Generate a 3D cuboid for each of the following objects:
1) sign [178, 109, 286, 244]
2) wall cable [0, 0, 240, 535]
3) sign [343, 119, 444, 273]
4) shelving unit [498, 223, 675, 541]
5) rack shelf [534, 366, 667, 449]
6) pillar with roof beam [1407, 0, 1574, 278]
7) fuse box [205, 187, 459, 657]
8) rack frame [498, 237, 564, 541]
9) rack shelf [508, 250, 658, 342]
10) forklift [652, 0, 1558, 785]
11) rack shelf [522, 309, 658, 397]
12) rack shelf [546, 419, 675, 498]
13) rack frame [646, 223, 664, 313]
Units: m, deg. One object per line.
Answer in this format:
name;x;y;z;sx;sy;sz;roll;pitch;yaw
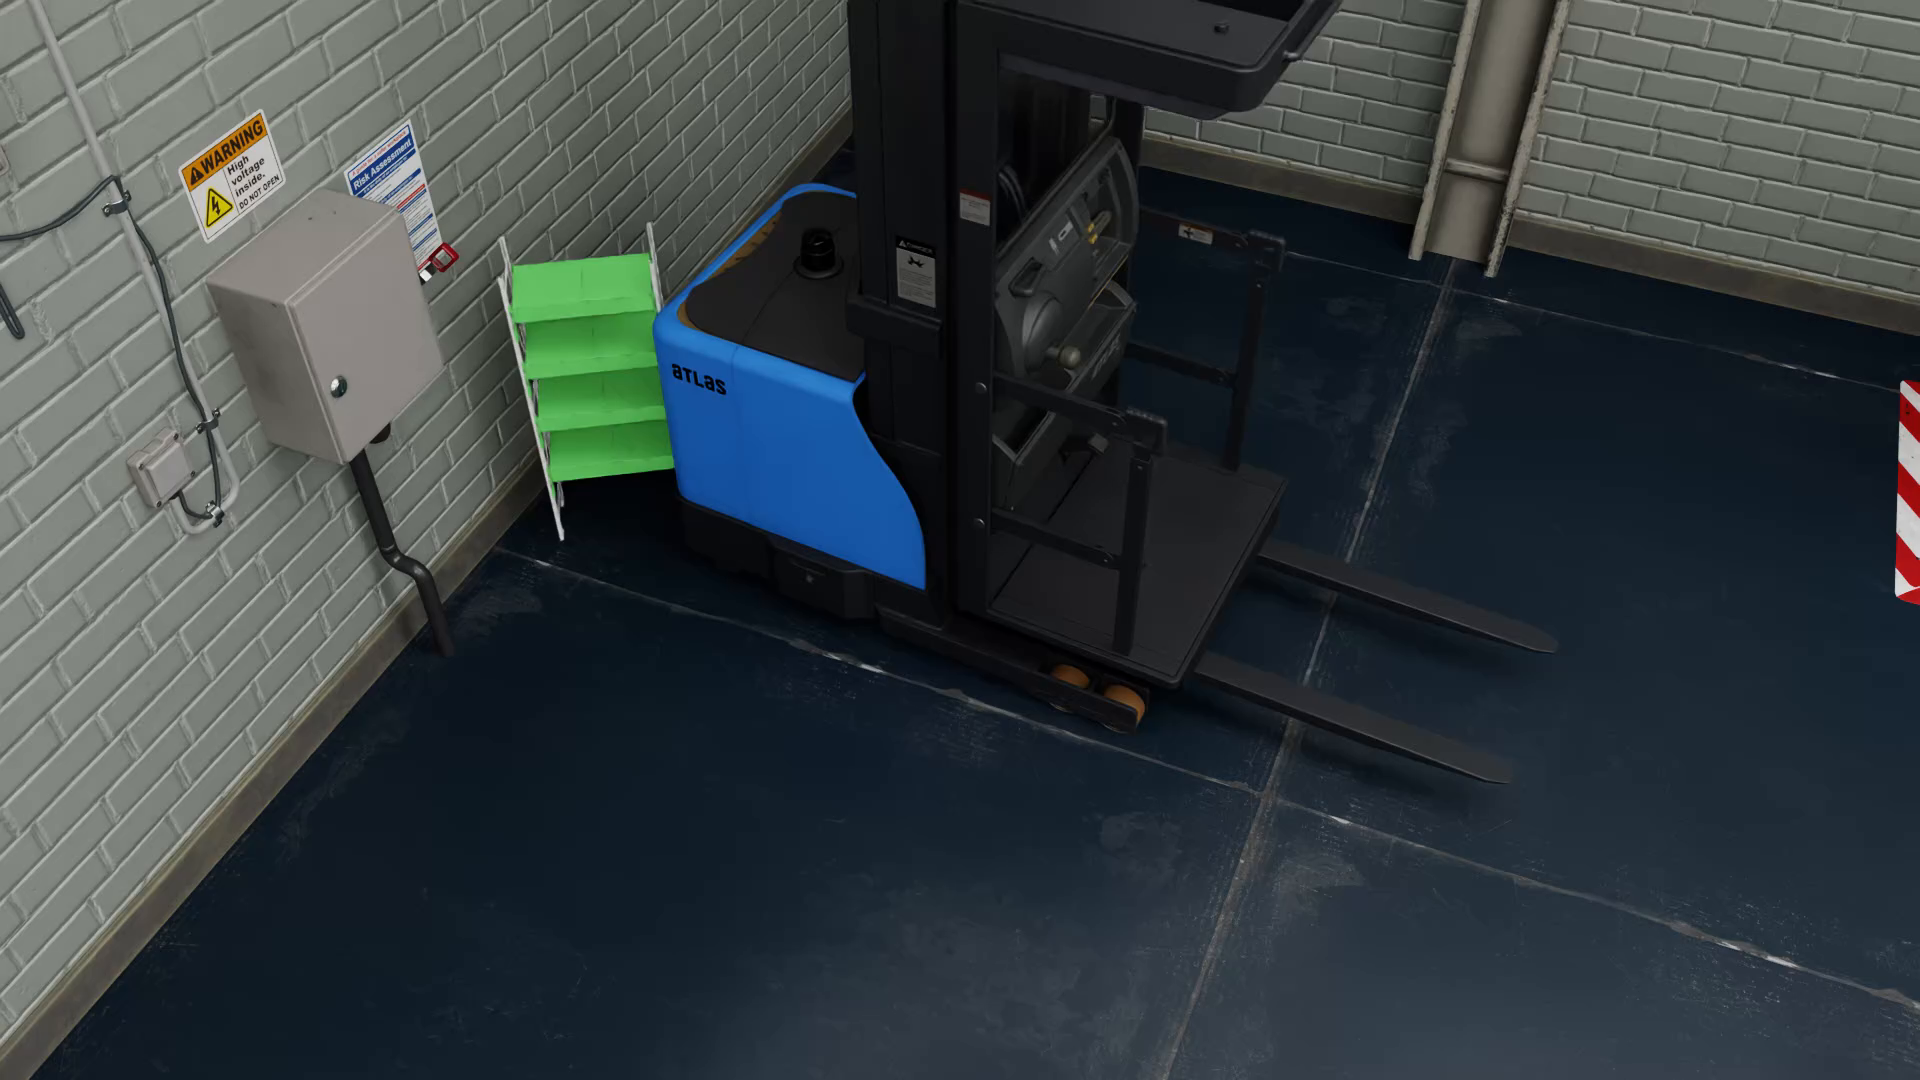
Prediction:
sign;-1.980;-0.994;4.537;0.001;0.242;0.339;16;47;16
wall cable;-2.176;-0.640;4.046;0.122;1.984;0.588;16;47;16
sign;-1.769;-1.025;5.221;0.001;0.494;0.329;16;47;16
shelving unit;-1.274;-0.536;5.938;0.503;1.200;0.258;-7;45;-7
rack shelf;-1.274;-0.491;5.983;0.480;0.148;0.258;-7;45;-7
pillar with roof beam;0.611;-1.712;1.591;0.400;9.000;9.100;16;47;16
fuse box;-1.768;-0.224;5.262;0.414;1.711;0.539;16;47;16
rack frame;-1.515;-0.507;5.909;0.015;1.200;0.240;-7;45;-7
rack shelf;-1.274;-0.831;5.645;0.480;0.148;0.258;-7;45;-7
forklift;0.516;-0.821;4.998;3.031;2.935;1.130;20;48;19
rack shelf;-1.274;-0.661;5.814;0.480;0.148;0.258;-7;45;-7
rack shelf;-1.274;-0.321;6.153;0.480;0.148;0.258;-7;45;-7
rack frame;-1.034;-0.565;5.967;0.015;1.200;0.240;-7;45;-7
